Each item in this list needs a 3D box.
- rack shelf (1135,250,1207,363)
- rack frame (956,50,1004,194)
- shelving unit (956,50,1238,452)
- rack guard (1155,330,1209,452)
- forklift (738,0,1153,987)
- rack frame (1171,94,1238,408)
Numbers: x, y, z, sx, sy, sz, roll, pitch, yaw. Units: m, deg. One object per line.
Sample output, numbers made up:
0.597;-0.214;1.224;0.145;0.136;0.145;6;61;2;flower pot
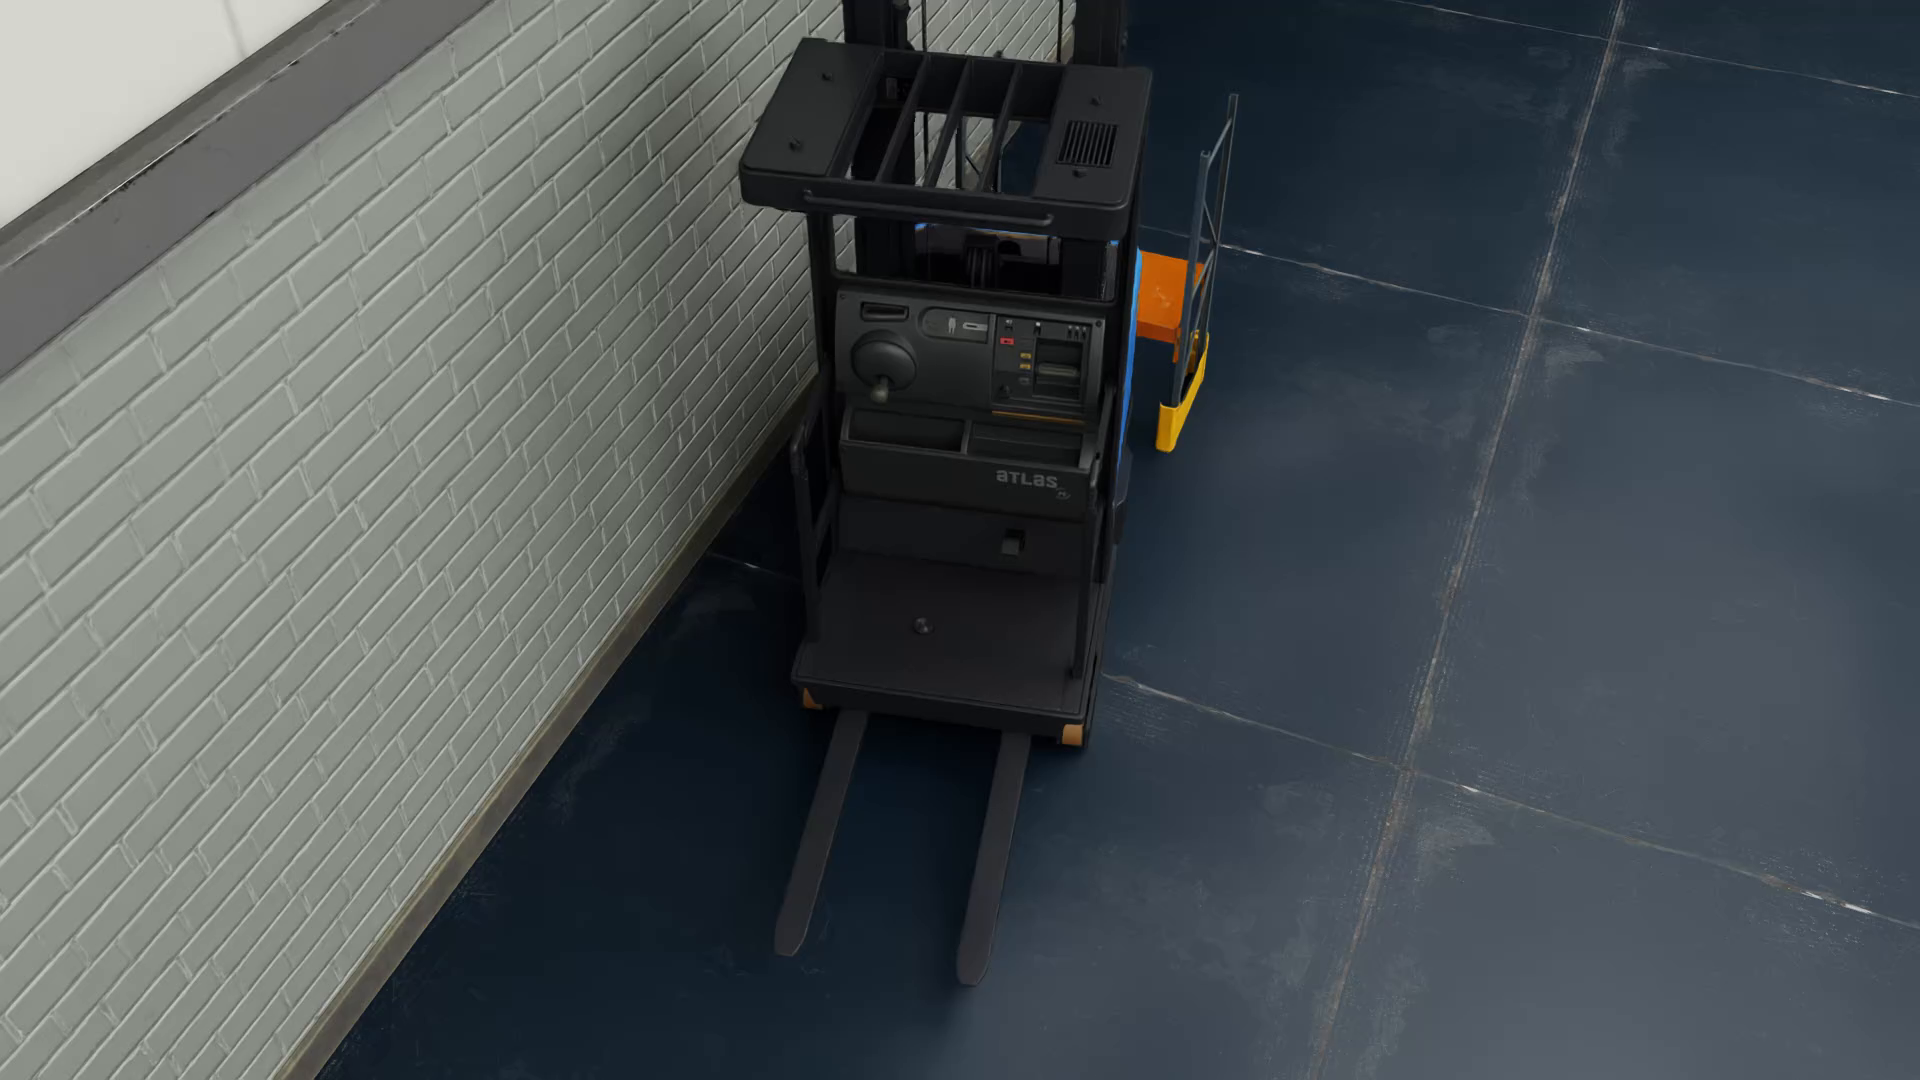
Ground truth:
0.560;-1.124;7.410;1.000;0.185;0.538;15;47;14;rack shelf
0.084;-1.377;7.410;0.032;1.500;0.500;15;47;14;rack frame
0.551;-1.253;7.285;1.083;1.500;0.587;15;47;14;shelving unit
1.017;-0.687;7.602;0.087;0.250;0.587;15;47;14;rack guard
-0.007;-0.542;5.555;1.130;2.935;3.031;7;45;7;forklift
1.035;-1.125;7.156;0.032;1.500;0.500;15;47;14;rack frame
